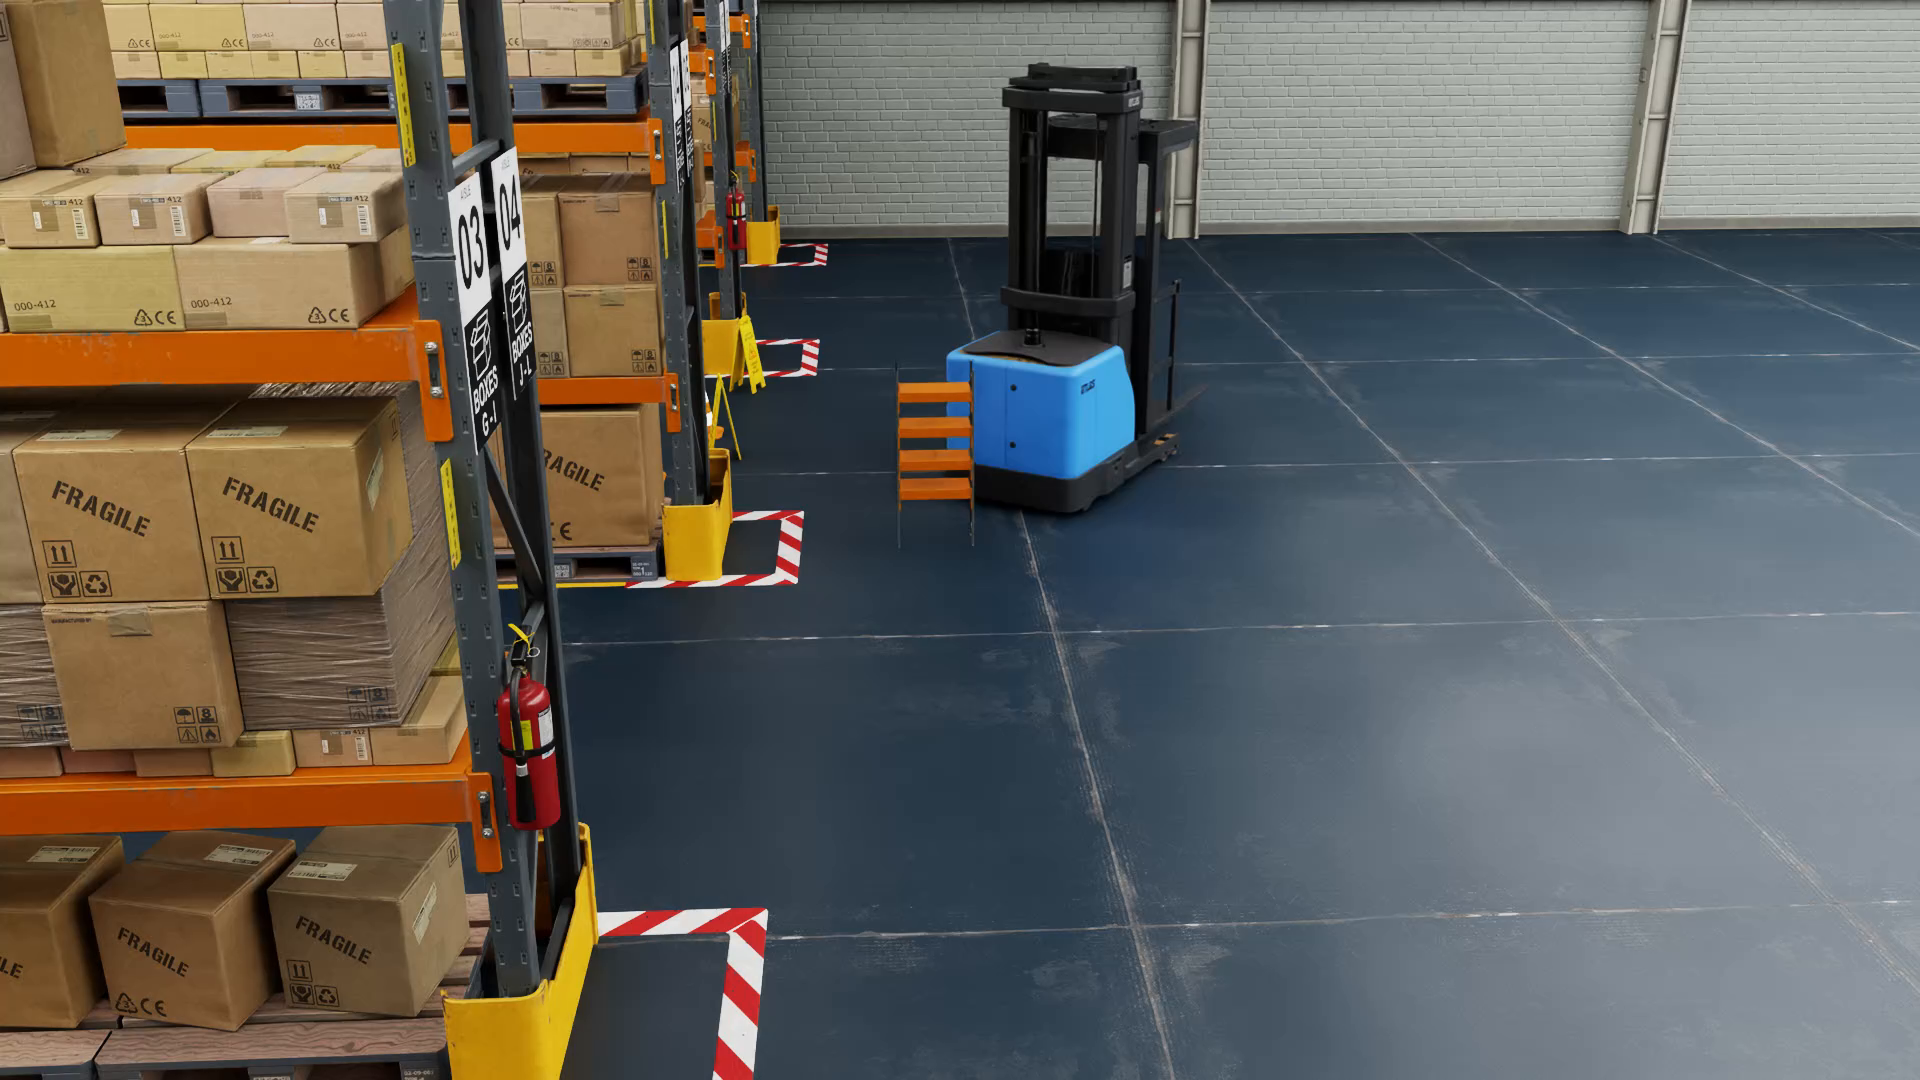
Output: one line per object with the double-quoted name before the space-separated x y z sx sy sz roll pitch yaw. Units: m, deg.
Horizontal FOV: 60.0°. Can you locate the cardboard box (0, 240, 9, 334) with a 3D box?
"cardboard box" -3.030 -0.799 4.999 0.500 0.250 0.500 -1 21 -2

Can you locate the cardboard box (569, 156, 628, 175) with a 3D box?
"cardboard box" -3.145 -3.174 14.685 0.500 0.500 0.500 -1 21 -3

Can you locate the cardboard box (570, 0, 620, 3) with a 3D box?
"cardboard box" -2.052 -3.122 9.393 0.250 0.149 0.380 -1 21 -3

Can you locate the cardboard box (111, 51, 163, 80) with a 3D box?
"cardboard box" -4.588 -2.698 9.399 0.250 0.149 0.380 -1 21 -4

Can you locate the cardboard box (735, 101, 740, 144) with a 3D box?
"cardboard box" -2.916 -5.005 19.910 0.500 0.500 0.500 0 21 -1

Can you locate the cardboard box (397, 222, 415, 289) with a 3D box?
"cardboard box" -2.049 -1.000 5.526 0.500 0.250 0.500 -1 21 -1

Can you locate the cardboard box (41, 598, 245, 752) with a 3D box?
"cardboard box" -2.596 0.283 5.604 0.500 0.500 0.875 -1 21 -3

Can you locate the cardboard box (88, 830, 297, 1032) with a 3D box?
"cardboard box" -2.772 1.417 6.106 0.500 0.500 0.500 4 21 11

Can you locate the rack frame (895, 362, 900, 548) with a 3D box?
"rack frame" -0.409 -0.552 10.886 0.015 1.200 0.240 -1 21 -3

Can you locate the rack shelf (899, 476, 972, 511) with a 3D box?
"rack shelf" -0.165 -0.309 10.993 0.480 0.148 0.258 -1 21 -3

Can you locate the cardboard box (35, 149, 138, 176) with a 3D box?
"cardboard box" -2.869 -1.177 5.431 0.250 0.149 0.380 -1 21 -3

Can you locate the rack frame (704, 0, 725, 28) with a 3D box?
"rack frame" -2.119 -5.910 13.996 0.127 3.000 1.000 -1 21 -3

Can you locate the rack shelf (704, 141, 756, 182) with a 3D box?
"rack shelf" -4.402 -4.493 19.716 4.000 0.370 1.077 -1 21 -3

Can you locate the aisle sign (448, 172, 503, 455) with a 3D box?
"aisle sign" -1.474 -0.695 5.078 0.004 0.787 0.394 -1 21 -3

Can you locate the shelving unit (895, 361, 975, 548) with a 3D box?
"shelving unit" -0.165 -0.557 10.899 0.503 1.200 0.258 -1 21 -3

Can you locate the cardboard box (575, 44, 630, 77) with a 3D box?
"cardboard box" -2.048 -2.750 9.535 0.250 0.149 0.380 -1 21 -3

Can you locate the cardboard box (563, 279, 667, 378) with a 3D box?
"cardboard box" -2.103 -1.396 10.362 0.550 0.550 0.875 -1 21 -3

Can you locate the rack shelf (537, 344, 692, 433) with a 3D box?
"rack shelf" -3.732 -0.973 10.472 4.000 0.370 1.077 -1 21 -3

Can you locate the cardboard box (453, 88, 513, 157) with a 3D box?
"cardboard box" -4.131 -3.656 14.544 0.500 0.500 0.700 -1 21 -3

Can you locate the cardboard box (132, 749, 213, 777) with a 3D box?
"cardboard box" -2.572 0.639 5.581 0.250 0.149 0.380 -1 21 -3

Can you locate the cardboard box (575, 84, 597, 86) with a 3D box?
"cardboard box" -4.282 -5.243 19.206 0.250 0.149 0.380 -1 21 -2

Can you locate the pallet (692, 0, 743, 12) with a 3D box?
"pallet" -3.113 -6.225 19.163 1.213 0.211 1.003 -1 21 -3

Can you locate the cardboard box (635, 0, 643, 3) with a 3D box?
"cardboard box" -2.699 -4.660 14.161 0.250 0.149 0.380 -1 21 -2

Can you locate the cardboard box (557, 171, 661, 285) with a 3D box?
"cardboard box" -2.108 -1.931 10.248 0.550 0.550 0.875 -1 21 -3

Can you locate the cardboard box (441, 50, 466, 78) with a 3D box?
"cardboard box" -2.808 -2.735 9.495 0.250 0.149 0.380 -1 21 -3

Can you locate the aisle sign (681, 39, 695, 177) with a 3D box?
"aisle sign" -1.681 -2.673 10.272 0.004 0.787 0.394 -1 21 -3

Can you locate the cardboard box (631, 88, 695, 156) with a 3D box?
"cardboard box" -2.616 -3.671 14.584 0.500 0.500 0.700 -2 21 -4

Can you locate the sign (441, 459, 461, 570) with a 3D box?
"sign" -1.541 -0.077 5.036 0.005 0.325 0.100 -1 21 -3

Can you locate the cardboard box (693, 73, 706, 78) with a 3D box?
"cardboard box" -3.022 -5.444 19.734 0.250 0.149 0.380 0 21 -1

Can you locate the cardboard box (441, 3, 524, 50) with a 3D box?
"cardboard box" -2.707 -2.944 9.485 0.500 0.250 0.500 -1 21 -3

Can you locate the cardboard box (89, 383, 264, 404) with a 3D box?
"cardboard box" -2.617 -0.317 5.774 0.500 0.500 0.500 -1 21 -3

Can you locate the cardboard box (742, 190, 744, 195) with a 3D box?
"cardboard box" -2.887 -4.078 20.189 0.500 0.250 0.500 -1 21 -2

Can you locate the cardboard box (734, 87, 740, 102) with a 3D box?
"cardboard box" -2.759 -5.304 19.786 0.250 0.149 0.380 -2 21 -4

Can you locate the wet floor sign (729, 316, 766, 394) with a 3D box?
"wet floor sign" -1.868 -1.630 14.494 0.232 0.644 0.267 6 22 16

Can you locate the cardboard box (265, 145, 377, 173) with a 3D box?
"cardboard box" -2.105 -1.210 5.517 0.250 0.149 0.380 -1 21 -2

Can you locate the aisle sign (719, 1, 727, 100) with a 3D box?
"aisle sign" -2.040 -4.219 14.334 0.004 0.787 0.394 -1 21 -3

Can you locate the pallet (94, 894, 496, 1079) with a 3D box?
"pallet" -2.442 1.723 6.299 1.213 0.211 1.003 -1 21 -3

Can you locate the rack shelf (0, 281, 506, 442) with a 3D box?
"rack shelf" -3.550 -0.611 5.305 4.000 0.370 1.077 -1 21 -3

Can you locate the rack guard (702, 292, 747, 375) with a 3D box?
"rack guard" -2.194 -1.936 15.504 0.348 0.500 1.175 -1 21 -3

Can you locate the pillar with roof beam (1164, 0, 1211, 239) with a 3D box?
"pillar with roof beam" 3.084 -6.572 15.735 0.400 9.000 9.100 -1 21 -3

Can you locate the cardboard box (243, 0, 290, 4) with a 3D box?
"cardboard box" -3.827 -3.086 9.297 0.250 0.149 0.380 -1 21 -3

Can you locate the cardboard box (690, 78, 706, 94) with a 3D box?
"cardboard box" -2.996 -5.260 19.251 0.250 0.149 0.380 -1 21 -3

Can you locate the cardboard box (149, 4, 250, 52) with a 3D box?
"cardboard box" -4.217 -2.914 9.405 0.500 0.250 0.500 -1 21 -4

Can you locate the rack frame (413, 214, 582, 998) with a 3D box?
"rack frame" -1.553 0.414 5.817 0.127 3.000 1.000 -1 21 -3

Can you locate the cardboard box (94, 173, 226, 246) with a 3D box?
"cardboard box" -2.346 -0.979 4.912 0.250 0.149 0.380 -2 21 -5

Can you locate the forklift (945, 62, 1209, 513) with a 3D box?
"forklift" 1.049 -2.036 12.350 1.130 2.935 3.031 11 24 27

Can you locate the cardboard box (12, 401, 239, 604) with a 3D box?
"cardboard box" -2.587 -0.128 5.277 0.500 0.500 0.500 -1 21 -3

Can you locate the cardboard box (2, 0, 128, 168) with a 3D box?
"cardboard box" -3.050 -1.473 5.297 0.500 0.500 0.500 -1 21 -3

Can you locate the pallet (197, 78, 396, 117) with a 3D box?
"pallet" -3.696 -2.666 9.815 1.213 0.211 1.003 -1 21 -3

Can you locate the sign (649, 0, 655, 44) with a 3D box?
"sign" -1.718 -2.935 9.266 0.005 0.325 0.100 -1 21 -3

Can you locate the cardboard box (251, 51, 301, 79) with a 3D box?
"cardboard box" -3.827 -2.714 9.439 0.250 0.149 0.380 -1 21 -2

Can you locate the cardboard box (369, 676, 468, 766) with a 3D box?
"cardboard box" -1.826 0.611 5.654 0.250 0.149 0.380 -1 21 -3

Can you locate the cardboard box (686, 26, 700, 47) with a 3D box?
"cardboard box" -2.468 -4.499 14.860 0.250 0.149 0.380 -1 21 -3

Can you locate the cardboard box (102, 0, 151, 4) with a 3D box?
"cardboard box" -4.585 -3.071 9.258 0.250 0.149 0.380 -1 21 -4

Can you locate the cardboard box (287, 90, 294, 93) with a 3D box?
"cardboard box" -5.660 -3.610 14.423 0.500 0.500 0.700 -1 21 -4

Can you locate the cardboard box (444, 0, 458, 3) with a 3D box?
"cardboard box" -2.816 -3.107 9.352 0.250 0.149 0.380 -1 21 -2
